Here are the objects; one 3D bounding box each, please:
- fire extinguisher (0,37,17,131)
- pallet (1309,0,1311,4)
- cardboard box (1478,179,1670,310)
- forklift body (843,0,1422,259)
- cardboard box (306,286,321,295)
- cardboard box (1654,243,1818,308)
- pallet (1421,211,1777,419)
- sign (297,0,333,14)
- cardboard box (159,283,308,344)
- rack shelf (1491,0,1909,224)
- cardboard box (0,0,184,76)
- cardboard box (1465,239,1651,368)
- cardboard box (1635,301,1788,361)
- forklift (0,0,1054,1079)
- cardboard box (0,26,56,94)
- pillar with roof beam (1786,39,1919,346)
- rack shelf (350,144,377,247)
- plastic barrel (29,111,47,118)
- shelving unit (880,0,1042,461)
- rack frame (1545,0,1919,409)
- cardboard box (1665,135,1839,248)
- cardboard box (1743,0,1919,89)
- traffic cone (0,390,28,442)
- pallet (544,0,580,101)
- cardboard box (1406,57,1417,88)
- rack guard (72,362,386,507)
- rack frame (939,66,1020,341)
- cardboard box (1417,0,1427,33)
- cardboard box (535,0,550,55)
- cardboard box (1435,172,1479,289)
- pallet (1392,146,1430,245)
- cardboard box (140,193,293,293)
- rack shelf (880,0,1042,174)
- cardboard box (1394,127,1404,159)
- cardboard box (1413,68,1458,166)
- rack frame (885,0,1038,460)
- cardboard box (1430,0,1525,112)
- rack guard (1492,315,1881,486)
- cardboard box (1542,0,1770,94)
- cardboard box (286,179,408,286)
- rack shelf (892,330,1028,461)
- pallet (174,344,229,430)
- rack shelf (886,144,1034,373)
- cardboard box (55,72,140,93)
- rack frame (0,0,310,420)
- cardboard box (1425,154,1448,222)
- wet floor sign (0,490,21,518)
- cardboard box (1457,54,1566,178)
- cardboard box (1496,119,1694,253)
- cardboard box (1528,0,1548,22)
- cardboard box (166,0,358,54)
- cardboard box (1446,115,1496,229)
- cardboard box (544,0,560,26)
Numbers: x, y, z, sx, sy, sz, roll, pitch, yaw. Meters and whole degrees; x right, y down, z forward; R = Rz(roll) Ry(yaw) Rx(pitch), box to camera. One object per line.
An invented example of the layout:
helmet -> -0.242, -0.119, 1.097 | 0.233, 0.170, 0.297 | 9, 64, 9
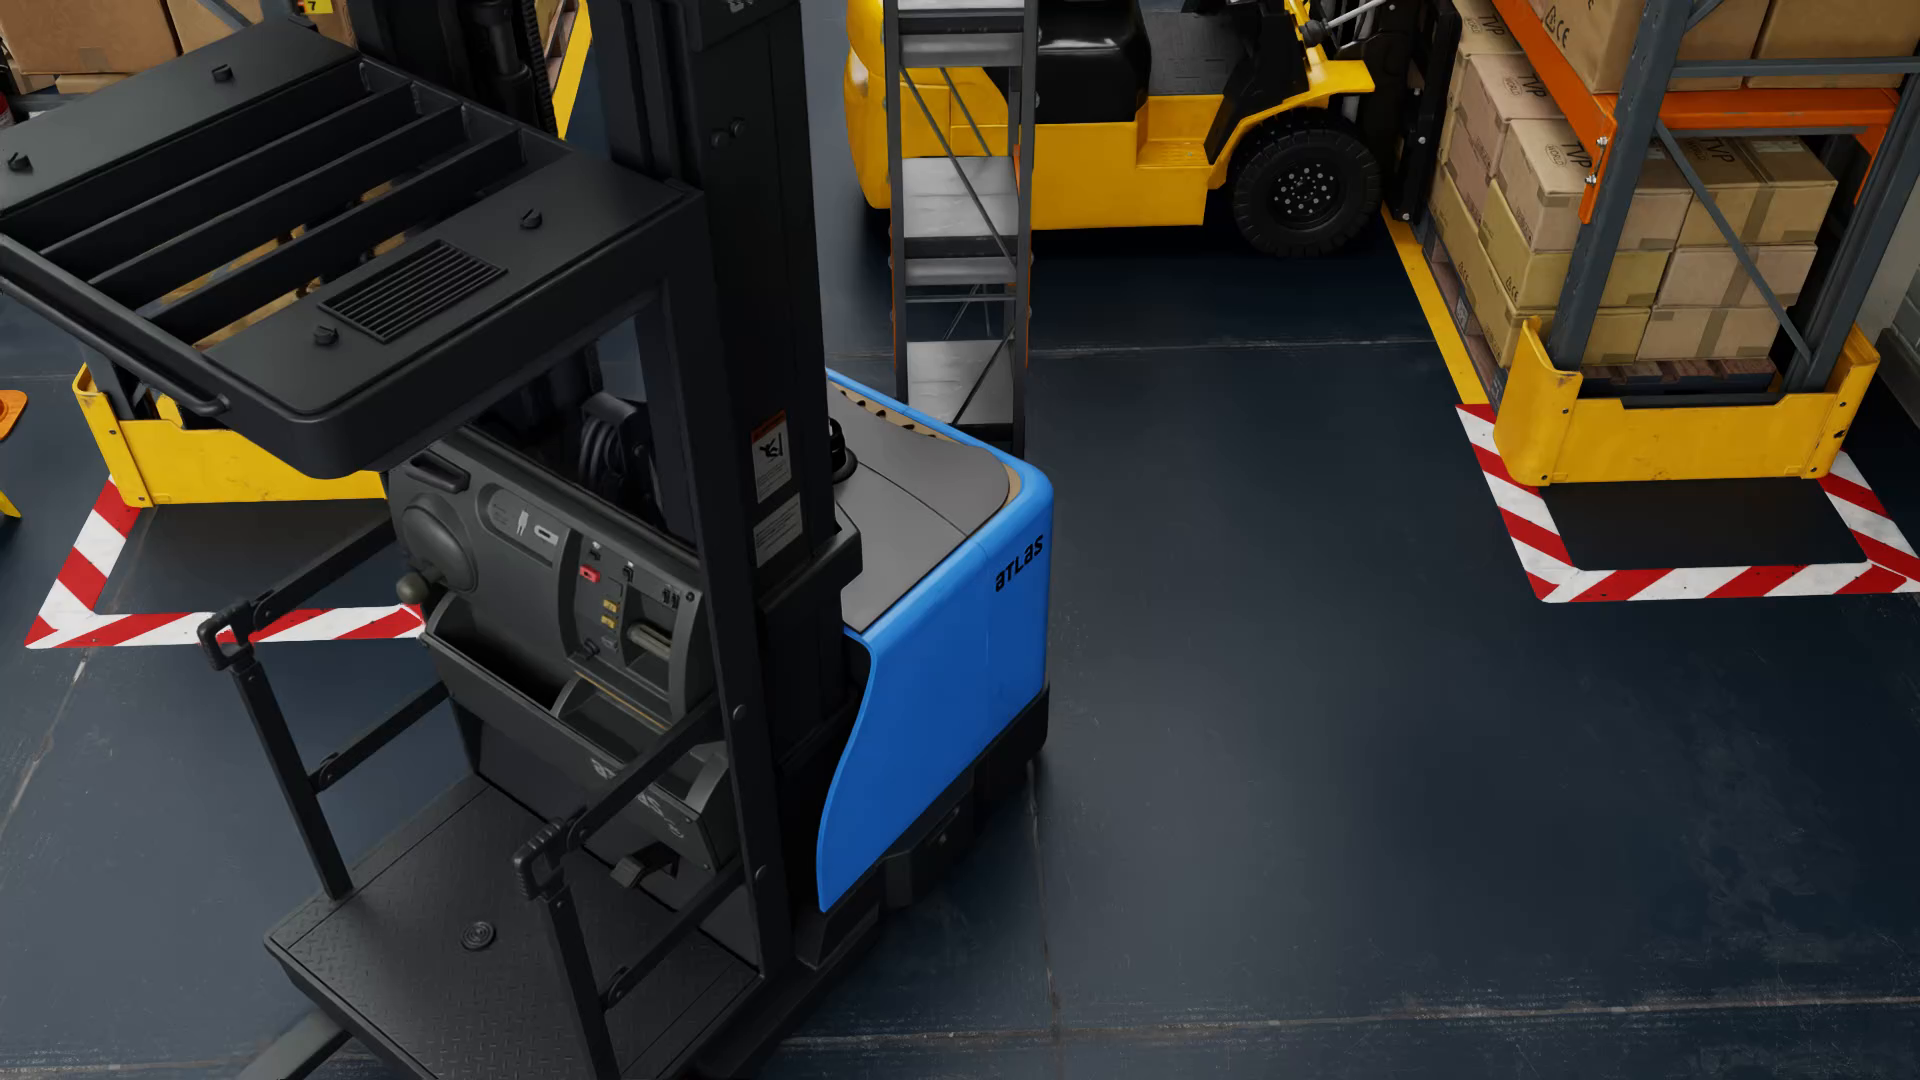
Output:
fire extinguisher -> -2.851, -1.182, 4.877 | 0.296, 0.674, 0.183 | -2, 43, -2
pallet -> 2.386, -2.581, 8.409 | 1.003, 0.211, 1.213 | -2, 43, -2
cardboard box -> 2.231, -1.091, 6.075 | 0.500, 0.250, 0.500 | -2, 43, -2
forklift body -> 0.661, -2.361, 6.734 | 2.313, 2.155, 1.214 | -2, 43, -2
cardboard box -> -2.153, -0.995, 6.340 | 0.500, 0.250, 0.500 | -2, 43, -2
cardboard box -> 2.751, -1.095, 6.079 | 0.500, 0.250, 0.500 | -1, 43, -1
pallet -> 2.489, -0.933, 6.612 | 1.003, 0.211, 1.213 | -2, 43, -2
sign -> -1.853, -1.636, 4.674 | 0.100, 0.325, 0.005 | -2, 43, -2
cardboard box -> -2.699, -0.997, 6.342 | 0.500, 0.250, 0.500 | -2, 43, -2
rack shelf -> 2.479, -2.531, 6.824 | 1.077, 0.370, 4.000 | -2, 43, -2
cardboard box -> -2.694, -1.806, 5.207 | 0.500, 0.500, 0.500 | -2, 43, -3
cardboard box -> 2.228, -0.896, 6.231 | 0.500, 0.250, 0.500 | -1, 43, -1
cardboard box -> 2.738, -0.925, 6.263 | 0.500, 0.250, 0.500 | -1, 43, -2
forklift -> -1.028, 0.139, 3.429 | 1.130, 2.935, 3.031 | 27, 49, 26
cardboard box -> -4.675, -2.382, 8.152 | 0.258, 0.266, 0.396 | -32, 51, -30
pillar with roof beam -> -0.866, -4.030, 3.487 | 9.100, 9.000, 0.400 | -2, 43, -2
rack shelf -> -2.480, -2.386, 6.666 | 1.077, 0.370, 4.000 | -2, 43, -2
plastic barrel -> -3.996, -1.703, 7.294 | 0.512, 0.421, 0.421 | 27, 49, 27
shelving unit -> -0.007, -0.886, 5.162 | 0.431, 2.100, 0.503 | -2, 43, -2
rack frame -> 2.564, -1.446, 5.108 | 1.000, 3.000, 0.127 | -2, 43, -2
cardboard box -> 2.732, -1.286, 5.917 | 0.500, 0.250, 0.500 | -2, 43, -2
cardboard box -> 2.820, -1.826, 5.448 | 0.500, 0.500, 0.500 | 0, 43, 0
traffic cone -> -3.702, -0.619, 6.083 | 0.336, 0.463, 0.334 | -2, 43, -2
pallet -> -2.501, -2.521, 8.345 | 1.003, 0.211, 1.213 | -2, 43, -2
cardboard box -> 2.160, -2.116, 7.193 | 0.500, 0.250, 0.500 | -2, 43, -2
rack guard -> -2.399, -0.431, 5.850 | 1.175, 0.500, 0.348 | -2, 43, -2
rack frame -> -0.017, -1.051, 5.342 | 0.400, 2.100, 0.015 | -2, 43, -2
cardboard box -> 2.160, -2.285, 7.007 | 0.500, 0.250, 0.500 | -2, 43, -3
cardboard box -> -2.239, -2.392, 7.864 | 0.500, 0.250, 0.500 | -3, 43, -3
cardboard box -> 2.217, -1.232, 6.598 | 0.500, 0.250, 0.500 | -2, 43, -2
pallet -> 2.441, -1.755, 7.508 | 1.003, 0.211, 1.213 | -2, 43, -2
cardboard box -> -2.690, -1.252, 6.065 | 0.500, 0.500, 0.500 | -1, 43, -2
rack shelf -> -0.007, -1.392, 4.699 | 0.431, 0.518, 0.480 | -2, 43, -2
cardboard box -> 2.160, -1.920, 7.348 | 0.500, 0.250, 0.500 | 0, 43, 0
cardboard box -> 2.177, -1.778, 6.824 | 0.500, 0.250, 0.500 | -3, 43, -3
rack frame -> 0.003, -0.721, 4.983 | 0.400, 2.100, 0.015 | -2, 43, -2
cardboard box -> 2.174, -1.943, 6.634 | 0.500, 0.250, 0.500 | -1, 43, -1
rack guard -> 2.565, -0.509, 5.935 | 1.175, 0.500, 0.348 | -2, 43, -2
cardboard box -> 2.280, -1.808, 5.428 | 0.500, 0.500, 0.500 | -3, 43, -3
cardboard box -> -2.155, -1.287, 6.104 | 0.500, 0.500, 0.500 | -3, 43, -3
rack shelf -> -0.007, -0.360, 5.645 | 0.431, 0.518, 0.480 | -2, 43, -2
pallet -> -2.398, -0.874, 6.547 | 1.003, 0.211, 1.213 | -2, 43, -2
rack shelf -> -0.007, -0.876, 5.172 | 0.431, 0.518, 0.480 | -2, 43, -2
cardboard box -> -2.625, -1.455, 5.303 | 0.380, 0.149, 0.250 | 0, 43, 0
rack frame -> -2.395, -1.301, 4.950 | 1.000, 3.000, 0.127 | -2, 43, -2
cardboard box -> 2.204, -1.570, 6.967 | 0.500, 0.250, 0.500 | -1, 43, -1
wet floor sign -> -3.456, -0.274, 5.572 | 0.267, 0.644, 0.232 | 12, 44, 13
cardboard box -> 2.205, -1.603, 6.263 | 0.500, 0.250, 0.500 | -1, 43, -1
cardboard box -> 2.233, -1.258, 5.887 | 0.500, 0.250, 0.500 | 0, 43, 0
cardboard box -> 2.268, -2.158, 5.811 | 0.500, 0.500, 0.500 | 0, 43, 0
cardboard box -> -2.138, -1.776, 5.173 | 0.500, 0.500, 0.500 | -2, 43, -2
cardboard box -> 2.220, -1.430, 6.445 | 0.500, 0.250, 0.500 | -2, 43, -2
cardboard box -> -2.272, -2.751, 8.256 | 0.500, 0.250, 0.500 | 0, 43, 0
